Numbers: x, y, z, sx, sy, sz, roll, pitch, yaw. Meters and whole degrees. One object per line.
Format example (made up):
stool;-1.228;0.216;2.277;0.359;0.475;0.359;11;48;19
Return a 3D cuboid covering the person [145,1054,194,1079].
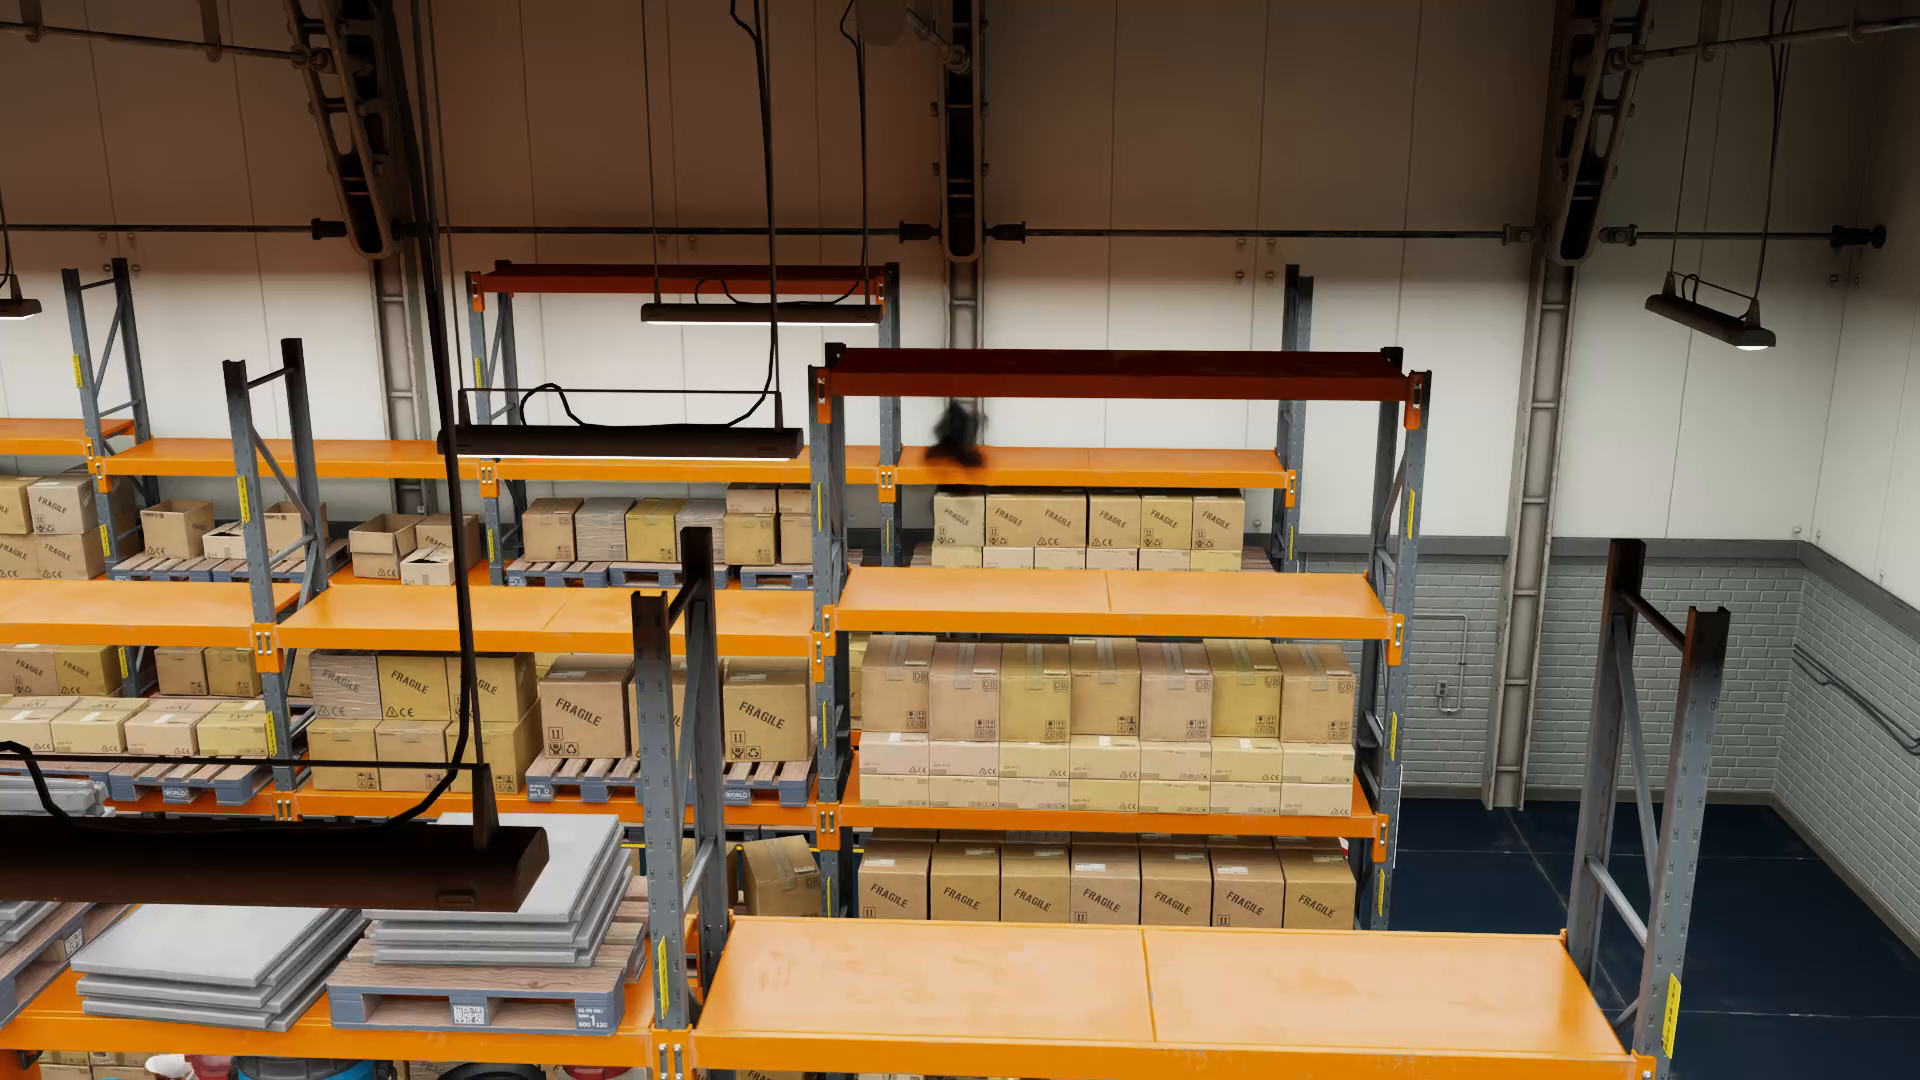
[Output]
person;-4.899;4.177;11.092;0.989;1.794;0.653;-3;16;-9
